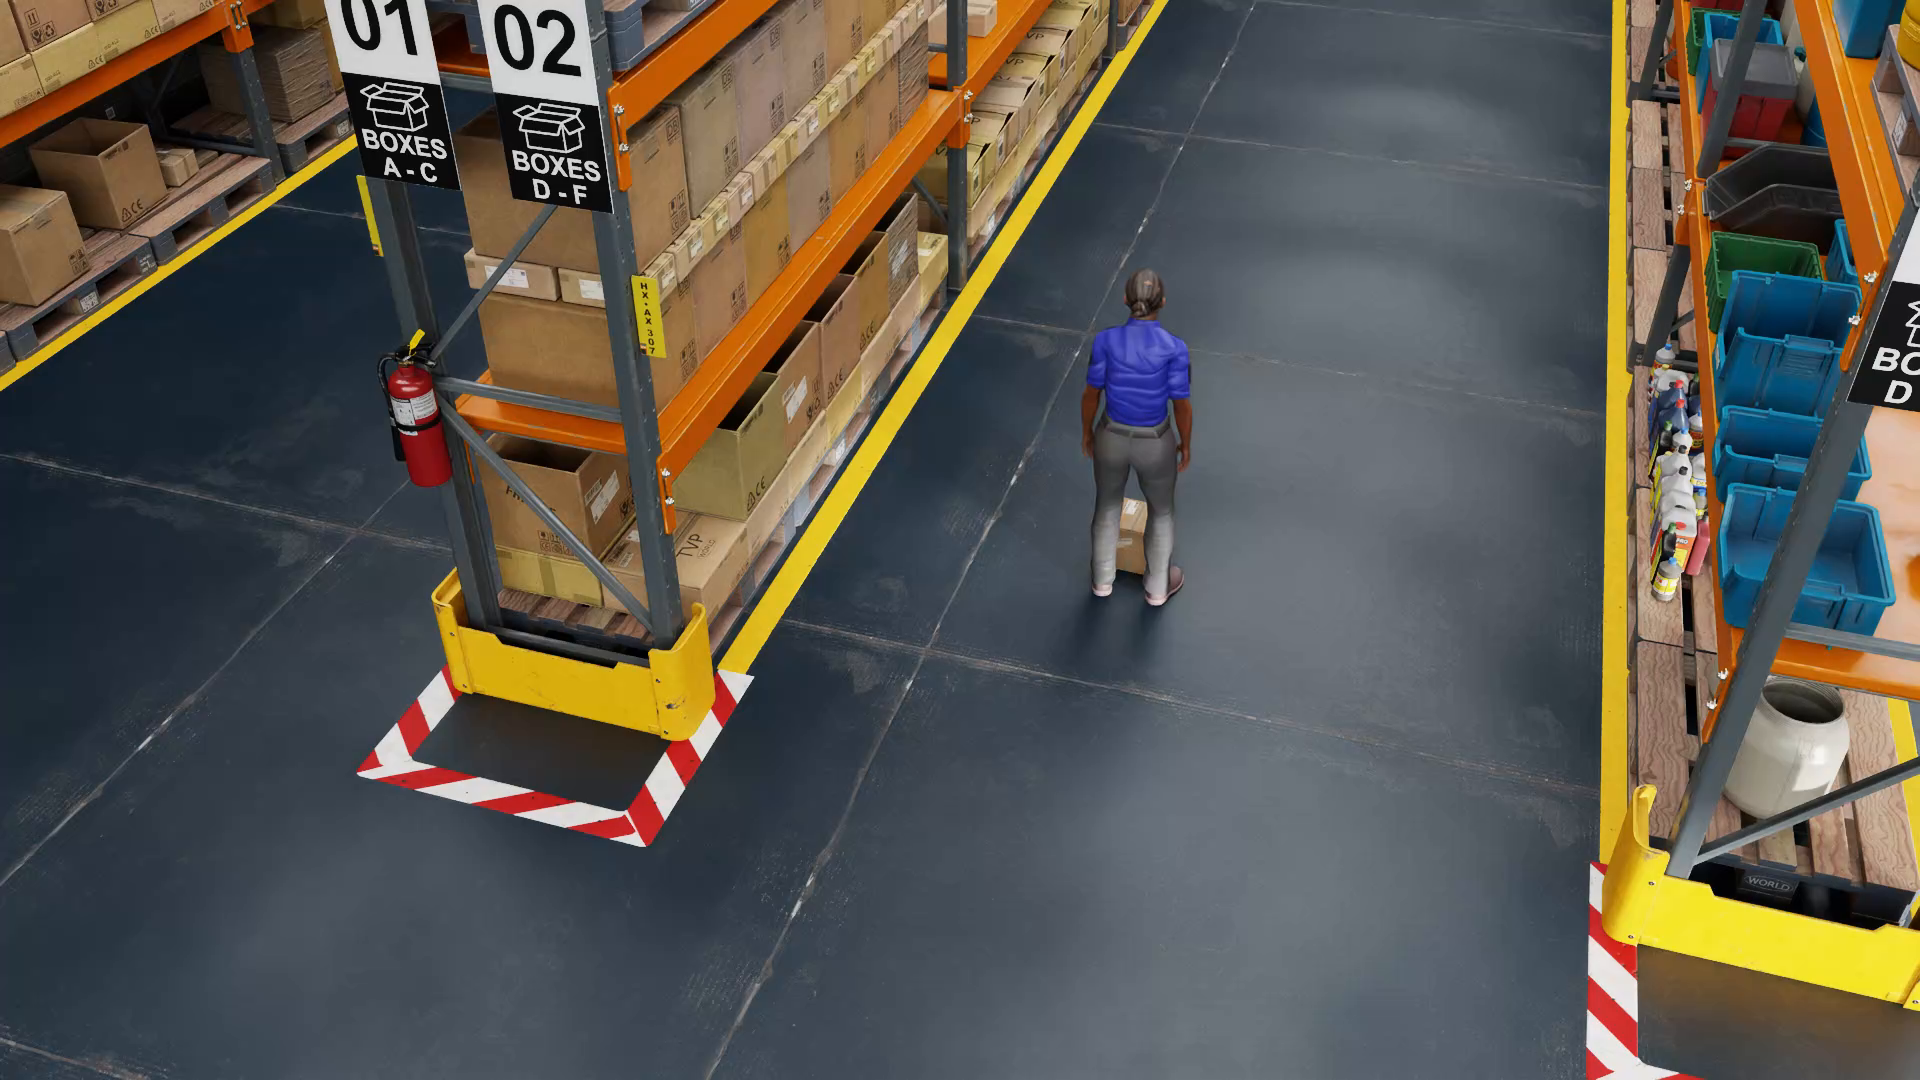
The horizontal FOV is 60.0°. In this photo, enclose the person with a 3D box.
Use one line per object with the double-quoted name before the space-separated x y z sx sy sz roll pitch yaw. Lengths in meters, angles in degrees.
"person" 0.798 -0.439 7.472 0.517 1.654 0.353 10 38 13
